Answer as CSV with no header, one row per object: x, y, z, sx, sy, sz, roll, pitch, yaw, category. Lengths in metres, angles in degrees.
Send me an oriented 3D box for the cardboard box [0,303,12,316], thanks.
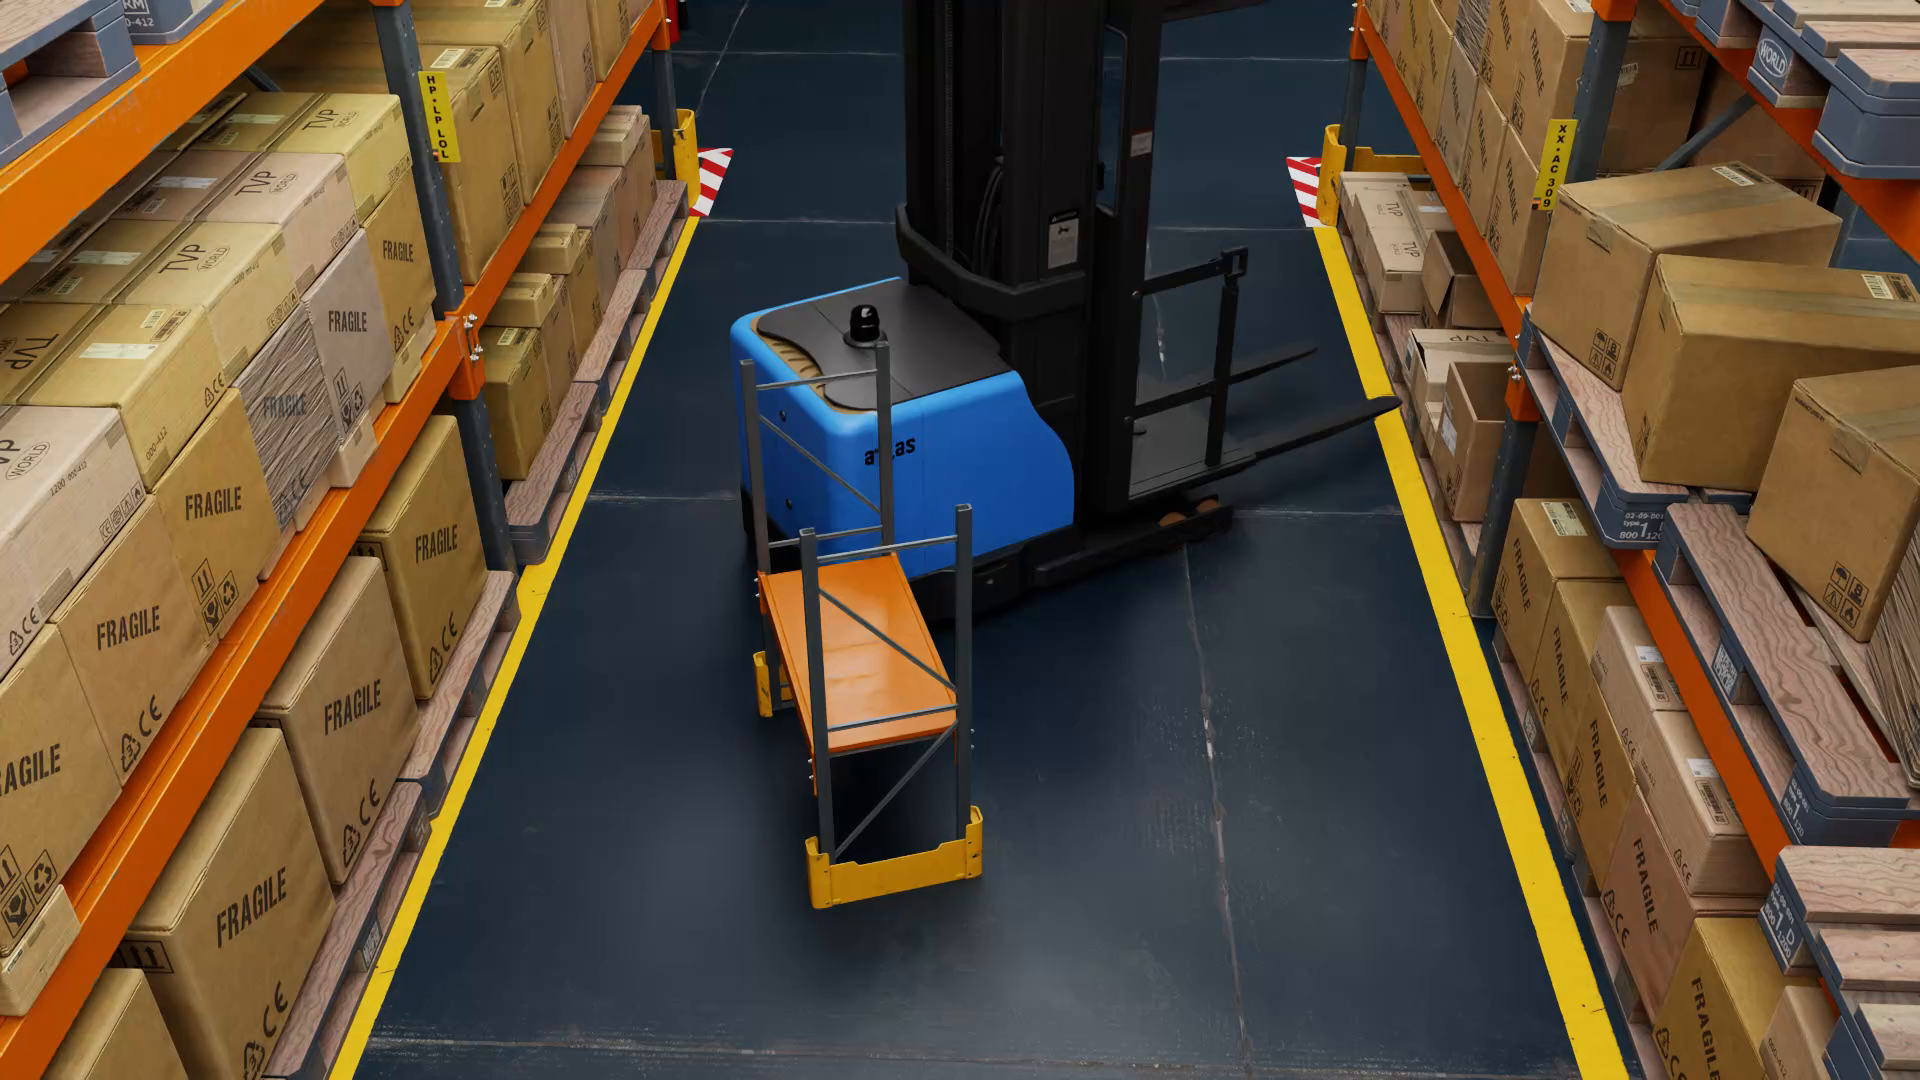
-2.694,-0.369,4.151,0.500,0.250,0.500,1,35,1,cardboard box

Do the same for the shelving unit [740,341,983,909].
-0.348,0.268,5.565,0.587,1.500,1.083,-9,36,-13,shelving unit

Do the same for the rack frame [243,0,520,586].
-2.360,-1.038,6.119,1.000,3.000,0.127,1,35,2,rack frame

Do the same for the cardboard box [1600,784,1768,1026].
2.268,1.073,4.906,0.500,0.500,0.500,0,35,0,cardboard box

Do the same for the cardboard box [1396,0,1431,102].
2.430,-2.432,8.014,0.500,0.500,0.500,1,35,2,cardboard box

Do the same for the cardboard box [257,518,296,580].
-2.186,-0.014,4.863,0.380,0.149,0.250,0,35,1,cardboard box

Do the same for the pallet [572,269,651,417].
-2.205,-1.035,8.540,1.003,0.211,1.213,1,35,2,pallet

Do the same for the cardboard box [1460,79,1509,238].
2.373,-1.556,6.769,0.500,0.500,0.500,2,35,3,cardboard box

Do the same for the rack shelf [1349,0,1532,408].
2.670,-1.781,7.801,1.077,0.370,4.000,1,35,2,rack shelf

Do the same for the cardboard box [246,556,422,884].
-2.289,0.556,5.354,0.750,0.750,0.750,2,35,3,cardboard box

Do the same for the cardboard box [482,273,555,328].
-2.032,-1.073,7.412,0.380,0.149,0.250,2,35,3,cardboard box

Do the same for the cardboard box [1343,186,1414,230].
2.380,-1.869,9.382,0.380,0.166,0.250,1,35,2,cardboard box

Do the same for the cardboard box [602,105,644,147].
-1.951,-2.269,9.114,0.380,0.149,0.250,1,35,1,cardboard box

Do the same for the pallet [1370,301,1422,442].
2.664,-0.882,8.322,1.003,0.211,1.213,1,35,2,pallet

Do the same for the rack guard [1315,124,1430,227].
2.747,-2.158,9.886,1.175,0.500,0.348,1,35,2,rack guard

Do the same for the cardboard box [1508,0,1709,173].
2.351,-1.673,6.065,0.500,0.500,0.500,2,35,2,cardboard box

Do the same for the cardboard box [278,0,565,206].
-2.287,-1.892,7.072,0.980,0.700,0.700,0,35,1,cardboard box

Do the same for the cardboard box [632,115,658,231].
-2.128,-2.081,9.411,0.700,0.500,0.500,1,35,2,cardboard box

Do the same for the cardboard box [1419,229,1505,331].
2.660,-1.164,8.086,0.797,0.503,0.637,1,35,2,cardboard box

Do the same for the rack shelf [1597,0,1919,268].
2.509,-0.710,3.668,1.077,0.370,4.000,1,35,2,rack shelf

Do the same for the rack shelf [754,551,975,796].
-0.345,0.420,5.661,0.538,0.185,1.000,-9,36,-13,rack shelf

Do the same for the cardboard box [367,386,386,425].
-2.133,-0.450,5.482,0.380,0.149,0.250,2,35,3,cardboard box

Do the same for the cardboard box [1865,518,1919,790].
2.569,0.274,3.800,0.700,0.500,0.500,8,36,11,cardboard box

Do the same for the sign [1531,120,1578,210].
2.047,-1.288,5.722,0.100,0.325,0.005,1,35,2,sign

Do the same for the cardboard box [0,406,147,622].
-2.208,-0.069,3.724,0.500,0.250,0.500,2,35,2,cardboard box

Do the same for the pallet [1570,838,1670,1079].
2.548,1.386,5.095,1.003,0.211,1.213,1,35,2,pallet

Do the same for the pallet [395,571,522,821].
-2.316,0.547,6.287,1.003,0.211,1.213,1,35,2,pallet

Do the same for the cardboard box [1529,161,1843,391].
2.347,-0.872,5.430,0.700,0.500,0.500,-10,36,-14,cardboard box

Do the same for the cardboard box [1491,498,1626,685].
2.327,0.189,6.164,0.500,0.500,0.500,0,35,0,cardboard box

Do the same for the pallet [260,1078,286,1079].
-2.414,1.949,4.293,1.003,0.211,1.213,1,35,2,pallet

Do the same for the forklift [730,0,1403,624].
0.600,-1.396,6.687,3.031,2.935,1.130,-18,39,-24,forklift

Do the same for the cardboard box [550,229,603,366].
-2.182,-1.198,8.155,0.700,0.500,0.500,2,35,3,cardboard box

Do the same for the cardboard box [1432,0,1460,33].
2.411,-2.546,7.307,0.500,0.500,0.500,1,35,1,cardboard box

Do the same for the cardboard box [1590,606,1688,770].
2.286,0.457,5.131,0.500,0.250,0.500,1,35,2,cardboard box

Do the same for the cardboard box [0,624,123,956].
-2.215,0.515,3.545,0.500,0.500,0.500,2,35,3,cardboard box

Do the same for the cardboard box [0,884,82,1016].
-2.162,0.875,3.597,0.380,0.149,0.250,2,35,3,cardboard box

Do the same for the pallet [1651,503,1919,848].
2.502,0.333,4.334,1.003,0.211,1.213,1,35,2,pallet

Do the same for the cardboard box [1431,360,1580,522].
2.329,-0.417,7.026,0.500,0.500,0.500,1,35,2,cardboard box

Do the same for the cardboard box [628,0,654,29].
-2.210,-3.166,8.885,0.980,0.700,0.700,3,35,4,cardboard box

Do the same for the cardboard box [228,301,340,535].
-2.166,-0.356,4.785,0.500,0.500,0.500,1,35,2,cardboard box

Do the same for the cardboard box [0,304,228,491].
-2.194,-0.362,4.142,0.500,0.250,0.500,1,35,1,cardboard box
